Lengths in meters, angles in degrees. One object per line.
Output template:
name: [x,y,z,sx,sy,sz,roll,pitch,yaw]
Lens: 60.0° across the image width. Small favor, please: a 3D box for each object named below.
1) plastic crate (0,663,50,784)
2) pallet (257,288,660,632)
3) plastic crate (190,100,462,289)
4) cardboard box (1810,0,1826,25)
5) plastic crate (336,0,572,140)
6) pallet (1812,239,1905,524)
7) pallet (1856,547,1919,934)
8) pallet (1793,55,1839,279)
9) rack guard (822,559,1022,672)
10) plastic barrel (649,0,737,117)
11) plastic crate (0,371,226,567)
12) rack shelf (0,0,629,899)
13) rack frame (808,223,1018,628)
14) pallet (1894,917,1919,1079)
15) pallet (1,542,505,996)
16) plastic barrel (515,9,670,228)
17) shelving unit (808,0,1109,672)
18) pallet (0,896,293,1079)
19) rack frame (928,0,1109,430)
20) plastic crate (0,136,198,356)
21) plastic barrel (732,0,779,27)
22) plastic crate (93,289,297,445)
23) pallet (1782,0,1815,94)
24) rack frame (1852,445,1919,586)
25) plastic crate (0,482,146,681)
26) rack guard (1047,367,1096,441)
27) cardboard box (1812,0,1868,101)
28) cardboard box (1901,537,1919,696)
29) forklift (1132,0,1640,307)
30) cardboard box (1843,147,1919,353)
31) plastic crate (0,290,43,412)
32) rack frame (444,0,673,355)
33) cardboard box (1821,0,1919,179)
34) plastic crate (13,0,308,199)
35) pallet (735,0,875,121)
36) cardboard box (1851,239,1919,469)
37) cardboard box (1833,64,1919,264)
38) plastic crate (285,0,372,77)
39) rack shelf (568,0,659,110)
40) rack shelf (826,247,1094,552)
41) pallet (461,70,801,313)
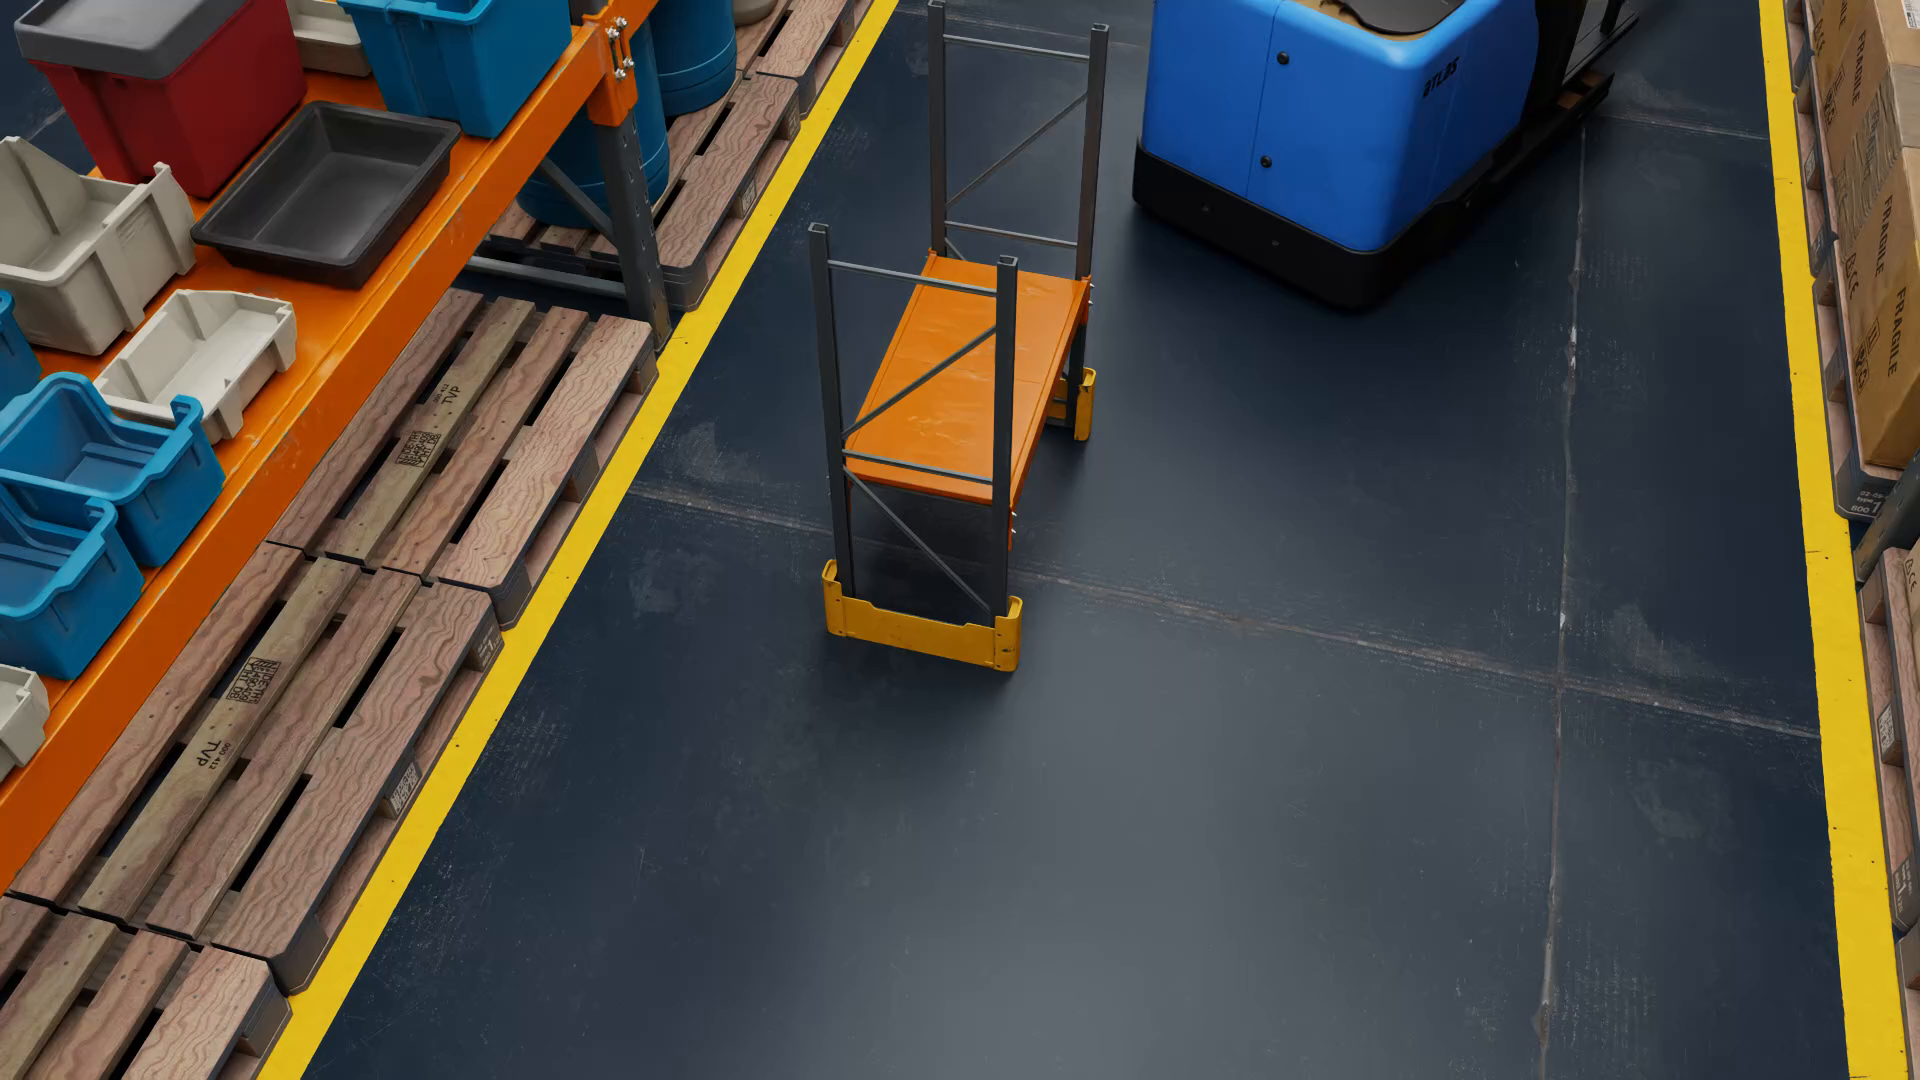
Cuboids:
plastic crate: [-1.845,0.357,3.070,0.250,0.136,0.298,12,50,10]
pallet: [-1.674,-0.322,5.393,1.003,0.211,1.213,12,50,10]
plastic crate: [-1.553,-0.850,4.143,0.437,0.125,0.590,12,50,10]
cardboard box: [3.785,-2.363,6.709,0.500,0.500,0.500,10,49,9]
plastic crate: [-1.311,-1.394,4.450,0.392,0.384,0.575,12,50,10]
pallet: [3.438,-0.477,5.530,1.003,0.211,1.213,12,50,10]
pallet: [3.078,0.615,4.566,1.003,0.211,1.213,12,50,10]
pallet: [3.757,-1.362,6.312,1.003,0.211,1.213,12,50,10]
rack guard: [-0.111,0.222,4.887,0.587,0.250,0.087,12,50,10]
plastic barrel: [-1.172,-2.131,6.250,0.600,0.901,0.708,12,50,10]
plastic crate: [-1.762,-0.138,3.443,0.416,0.233,0.300,12,50,10]
rack shelf: [-2.044,-0.099,3.817,1.077,0.370,4.000,12,50,10]
rack frame: [-0.111,-0.190,4.418,0.500,1.500,0.032,12,50,10]
pallet: [2.759,1.501,3.785,1.003,0.211,1.213,12,50,10]
pallet: [-1.993,0.563,4.612,1.003,0.211,1.213,12,50,10]
plastic barrel: [-1.358,-1.619,5.798,0.600,0.901,0.708,12,50,10]
shelving unit: [0.020,-0.551,4.736,0.587,1.500,1.083,12,50,10]
pallet: [-2.316,1.443,3.836,1.003,0.211,1.213,12,50,10]
rack frame: [0.156,-0.926,5.067,0.500,1.500,0.032,12,50,10]
plastic crate: [-2.097,-0.697,3.903,0.437,0.282,0.530,12,50,10]
plastic barrel: [-0.937,-2.393,6.741,0.421,0.512,0.421,0,49,0]
plastic crate: [-1.686,-0.398,3.736,0.293,0.136,0.466,12,50,10]
pallet: [4.080,-2.242,7.088,1.003,0.211,1.213,12,50,10]
rack frame: [3.260,-0.804,3.959,1.000,3.000,0.127,12,50,10]
plastic crate: [-1.841,0.079,3.252,0.416,0.233,0.300,12,50,10]
rack guard: [0.151,-0.498,5.523,0.587,0.250,0.087,12,50,10]
cardboard box: [3.648,-2.001,6.389,0.500,0.500,0.500,11,49,10]
cardboard box: [2.941,0.201,4.572,0.500,0.311,0.500,12,50,10]
forklift: [1.995,-2.827,5.790,1.130,2.935,3.031,33,56,26]
cardboard box: [3.252,-0.892,5.410,0.500,0.500,0.500,12,50,10]
plastic crate: [-2.277,-0.391,3.666,0.416,0.233,0.300,12,50,10]
rack frame: [-1.518,-1.784,4.824,1.000,3.000,0.127,12,50,10]
cardboard box: [3.516,-1.623,6.055,0.500,0.500,0.500,10,49,9]
plastic crate: [-1.995,-1.229,4.251,0.402,0.464,0.583,12,50,10]
pallet: [-0.955,-2.297,7.136,1.003,0.211,1.213,12,50,10]
cardboard box: [3.114,-0.536,5.096,0.500,0.500,0.500,11,50,10]
cardboard box: [3.384,-1.254,5.730,0.500,0.500,0.500,12,50,11]
plastic crate: [-1.778,-1.408,4.628,0.396,0.136,0.243,12,50,10]
rack shelf: [-0.991,-2.993,6.370,1.077,0.370,4.000,12,50,10]
rack shelf: [0.022,-0.439,4.877,0.538,0.185,1.000,12,50,10]
pallet: [-1.274,-1.411,6.355,1.003,0.211,1.213,12,50,10]
